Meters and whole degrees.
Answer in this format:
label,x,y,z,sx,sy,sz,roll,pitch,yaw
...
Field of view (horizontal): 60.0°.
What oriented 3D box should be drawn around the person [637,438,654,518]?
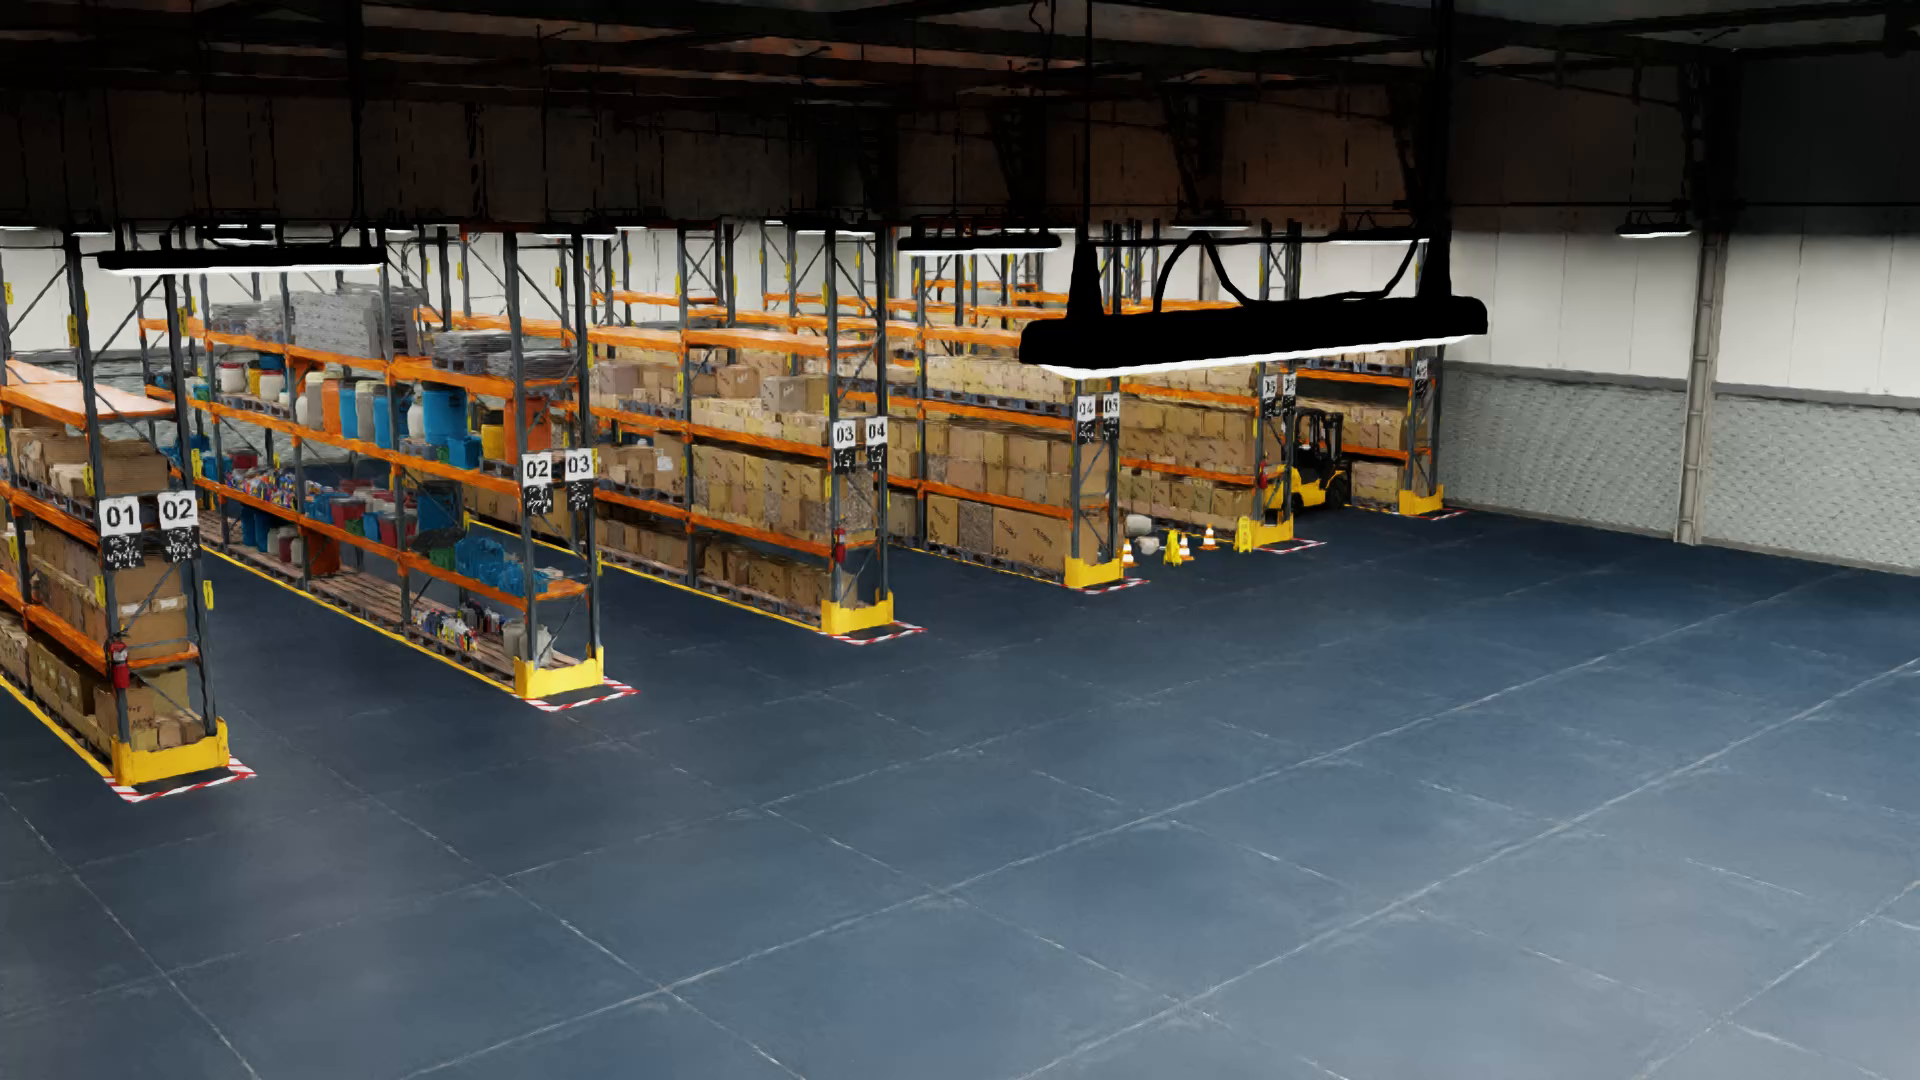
label,x,y,z,sx,sy,sz,roll,pitch,yaw
person,-6.395,-1.208,33.481,0.703,1.722,0.835,-8,14,-36
